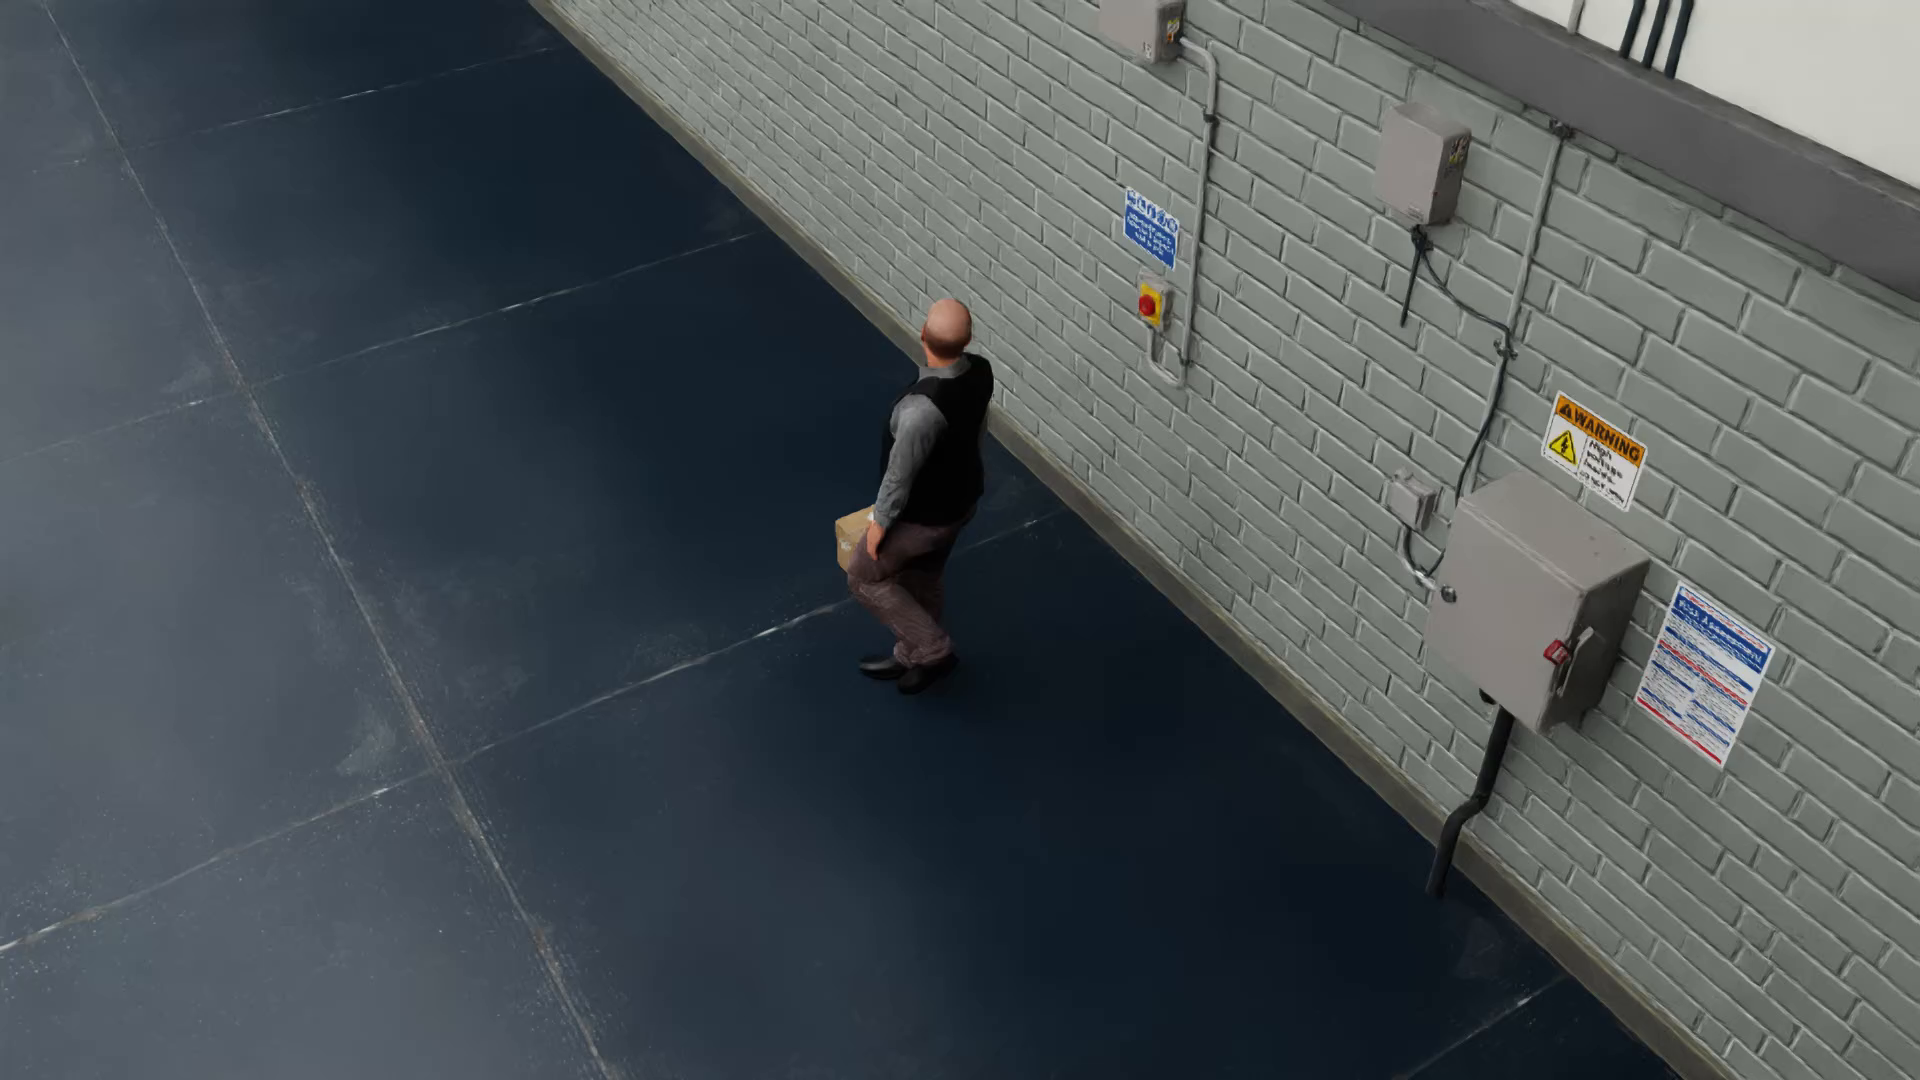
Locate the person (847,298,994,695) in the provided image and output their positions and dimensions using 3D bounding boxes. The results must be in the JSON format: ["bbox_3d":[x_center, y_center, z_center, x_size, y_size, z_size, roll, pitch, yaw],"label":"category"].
[{"bbox_3d":[-0.138,-0.144,6.355,0.487,1.711,0.619,18,44,20],"label":"person"}]
